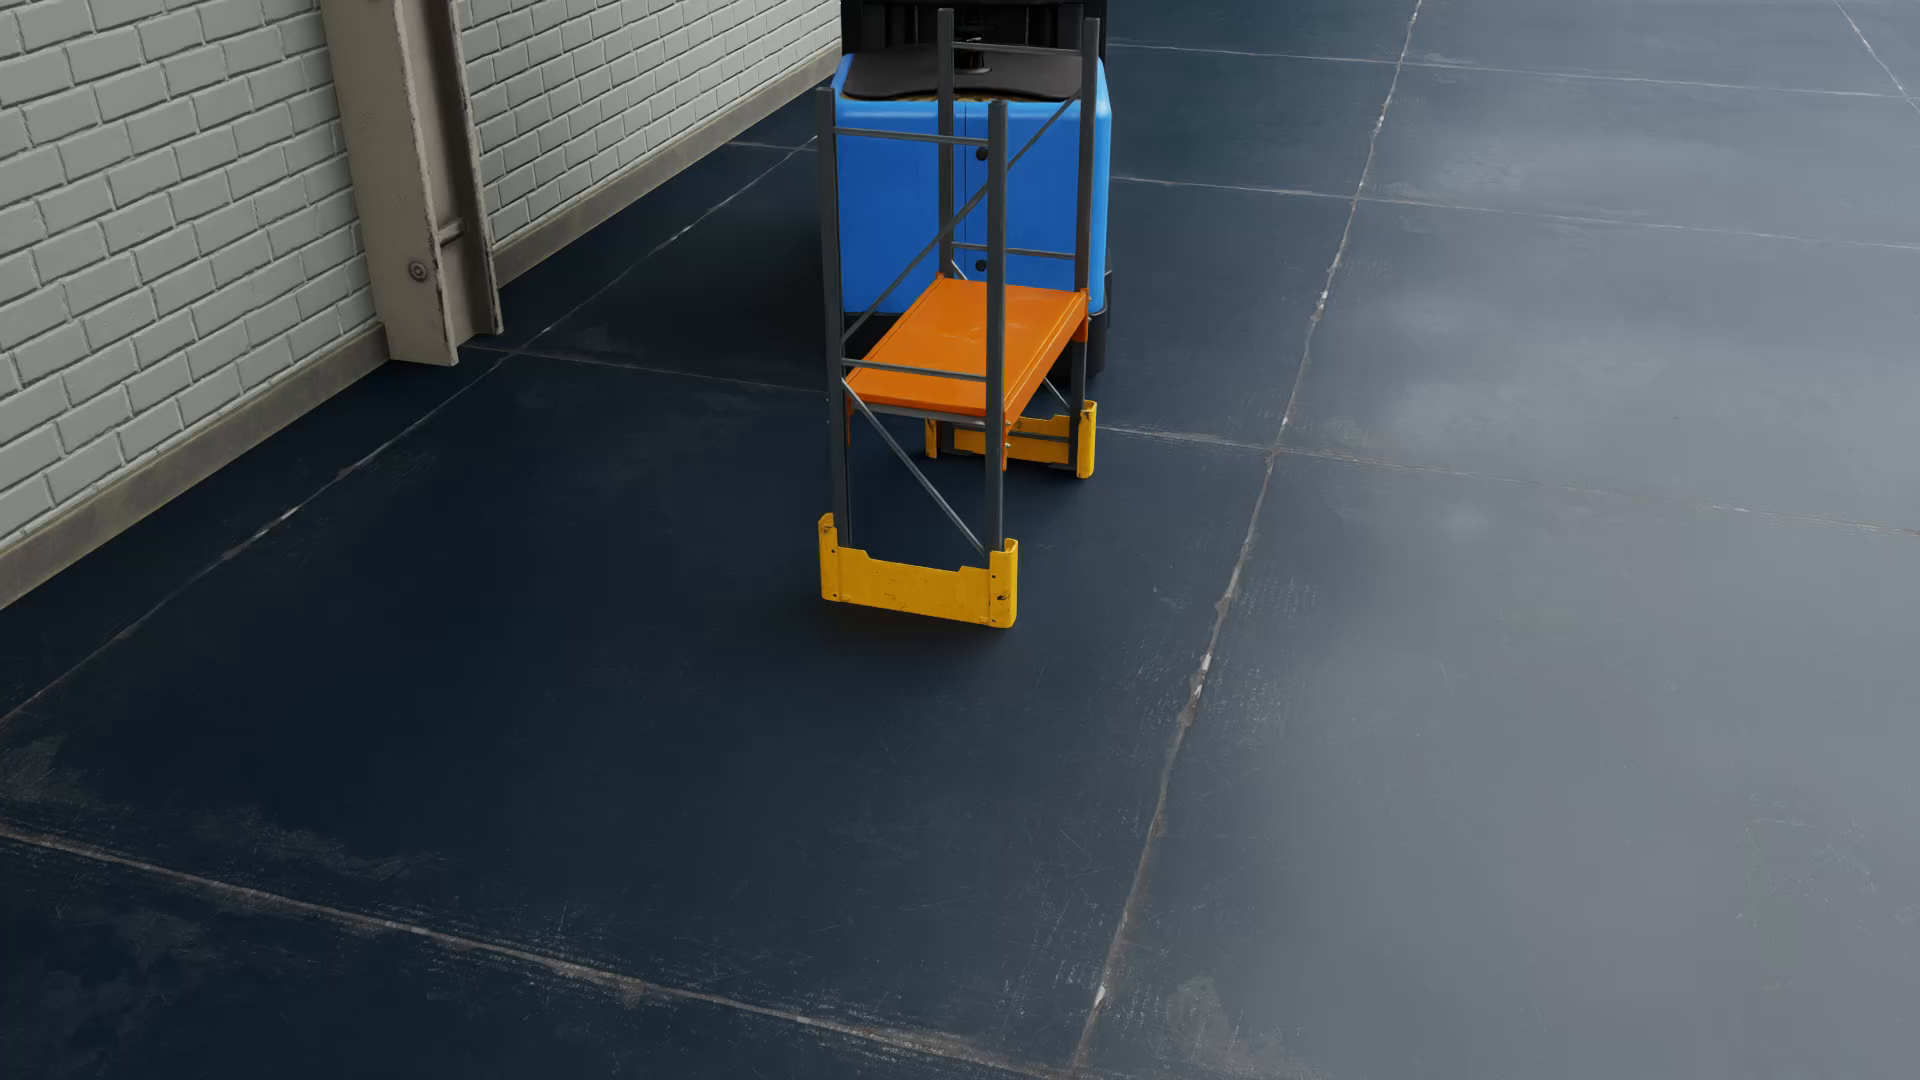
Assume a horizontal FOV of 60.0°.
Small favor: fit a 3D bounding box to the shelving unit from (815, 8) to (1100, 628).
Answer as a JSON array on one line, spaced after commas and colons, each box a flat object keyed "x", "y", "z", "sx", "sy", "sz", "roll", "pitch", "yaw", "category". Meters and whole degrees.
[{"x": 0.022, "y": -0.691, "z": 4.949, "sx": 0.587, "sy": 1.500, "sz": 1.083, "roll": 8, "pitch": 30, "yaw": 15, "category": "shelving unit"}]

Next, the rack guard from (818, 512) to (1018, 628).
[{"x": -0.124, "y": 0.087, "z": 4.837, "sx": 0.587, "sy": 0.250, "sz": 0.087, "roll": 8, "pitch": 30, "yaw": 15, "category": "rack guard"}]

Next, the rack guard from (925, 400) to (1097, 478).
[{"x": 0.169, "y": -0.376, "z": 5.669, "sx": 0.587, "sy": 0.250, "sz": 0.087, "roll": 8, "pitch": 30, "yaw": 15, "category": "rack guard"}]

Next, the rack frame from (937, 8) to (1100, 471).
[{"x": 0.174, "y": -0.931, "z": 5.381, "sx": 0.500, "sy": 1.500, "sz": 0.032, "roll": 8, "pitch": 30, "yaw": 15, "category": "rack frame"}]

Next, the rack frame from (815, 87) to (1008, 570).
[{"x": -0.124, "y": -0.459, "z": 4.532, "sx": 0.500, "sy": 1.500, "sz": 0.032, "roll": 8, "pitch": 30, "yaw": 15, "category": "rack frame"}]

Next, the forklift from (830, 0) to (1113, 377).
[{"x": 0.064, "y": -2.567, "z": 6.850, "sx": 1.130, "sy": 2.935, "sz": 3.031, "roll": 1, "pitch": 29, "yaw": 2, "category": "forklift"}]

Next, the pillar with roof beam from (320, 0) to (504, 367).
[{"x": 2.051, "y": -4.106, "z": 3.374, "sx": 9.100, "sy": 9.000, "sz": 0.400, "roll": 8, "pitch": 30, "yaw": 15, "category": "pillar with roof beam"}]

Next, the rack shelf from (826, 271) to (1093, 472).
[{"x": 0.025, "y": -0.538, "z": 5.044, "sx": 0.538, "sy": 0.185, "sz": 1.000, "roll": 8, "pitch": 30, "yaw": 15, "category": "rack shelf"}]
